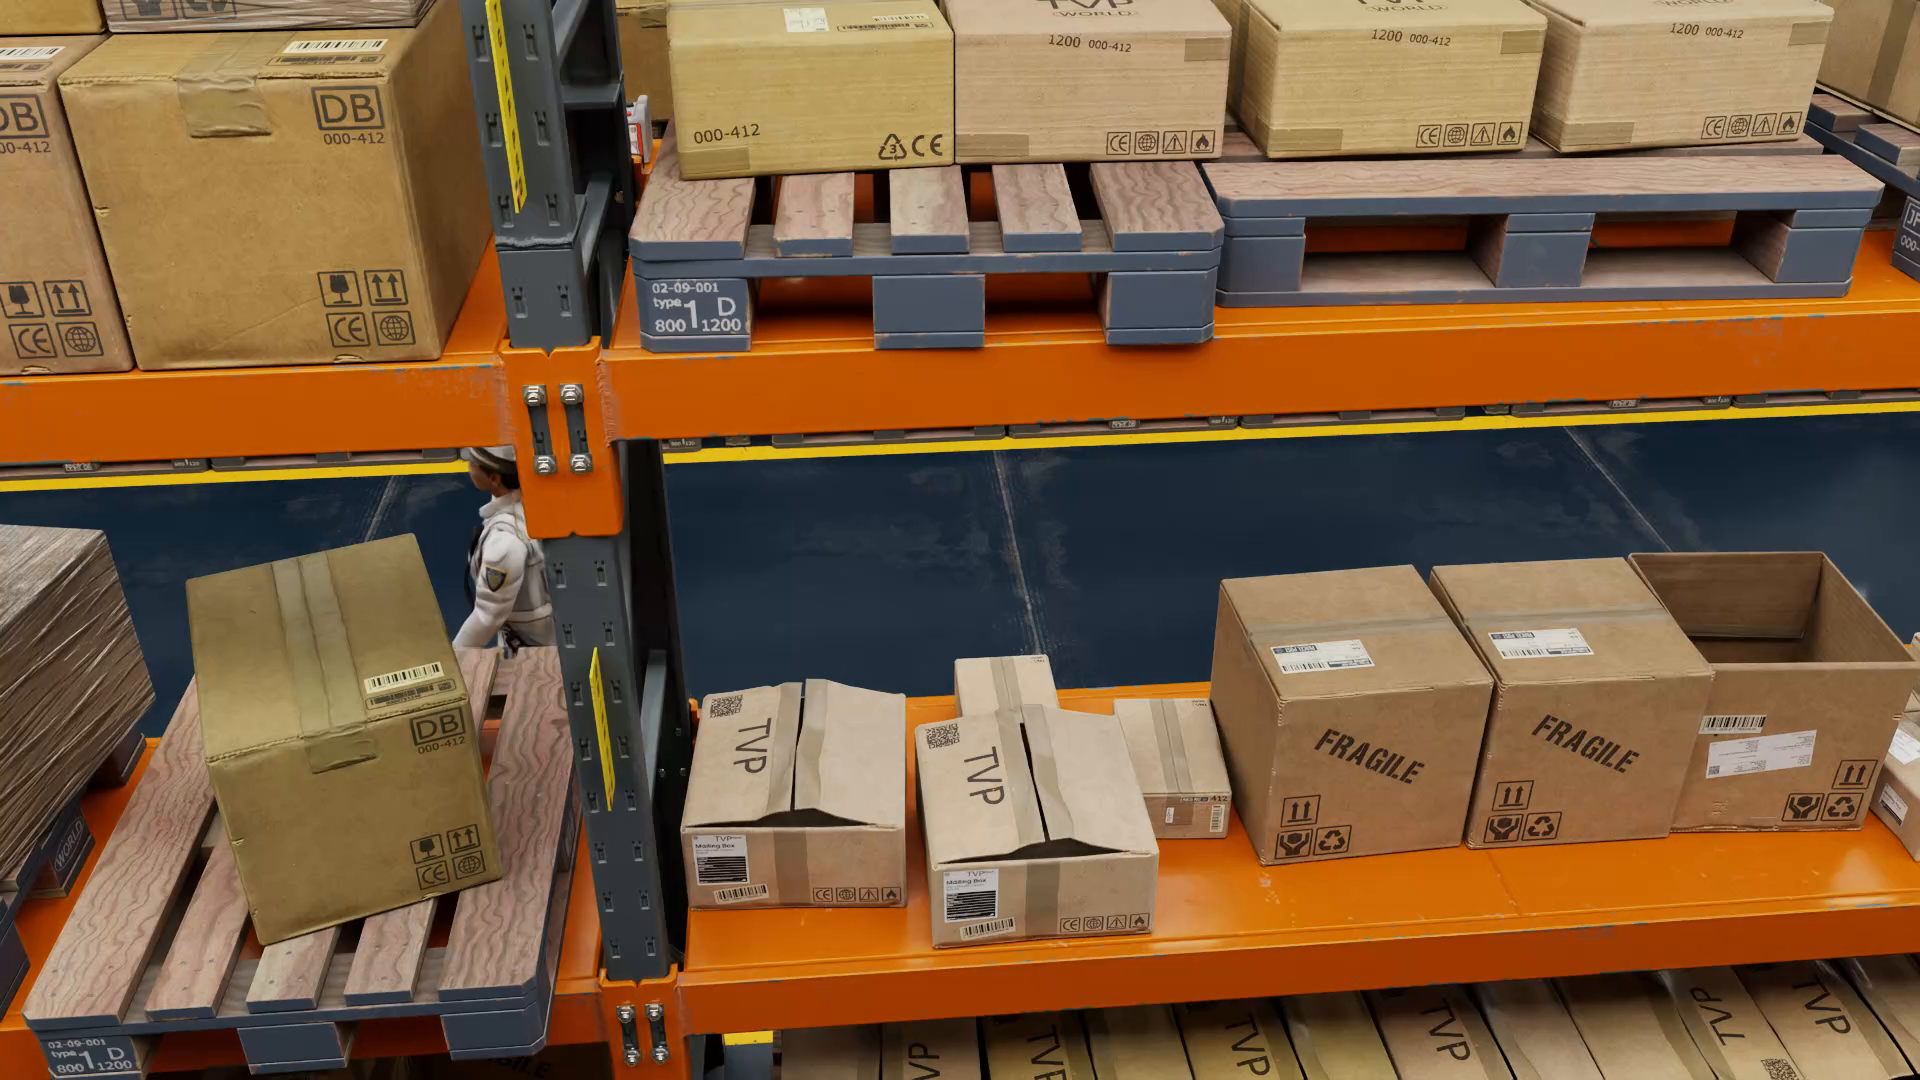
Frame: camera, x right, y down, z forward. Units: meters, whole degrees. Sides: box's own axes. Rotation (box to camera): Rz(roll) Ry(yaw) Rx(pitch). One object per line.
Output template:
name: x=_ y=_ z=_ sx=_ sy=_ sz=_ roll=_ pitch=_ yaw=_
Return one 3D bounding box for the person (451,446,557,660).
person: x=-1.491 y=0.321 z=5.575 sx=0.834 sy=1.661 sz=0.512 roll=0 pitch=31 yaw=0
